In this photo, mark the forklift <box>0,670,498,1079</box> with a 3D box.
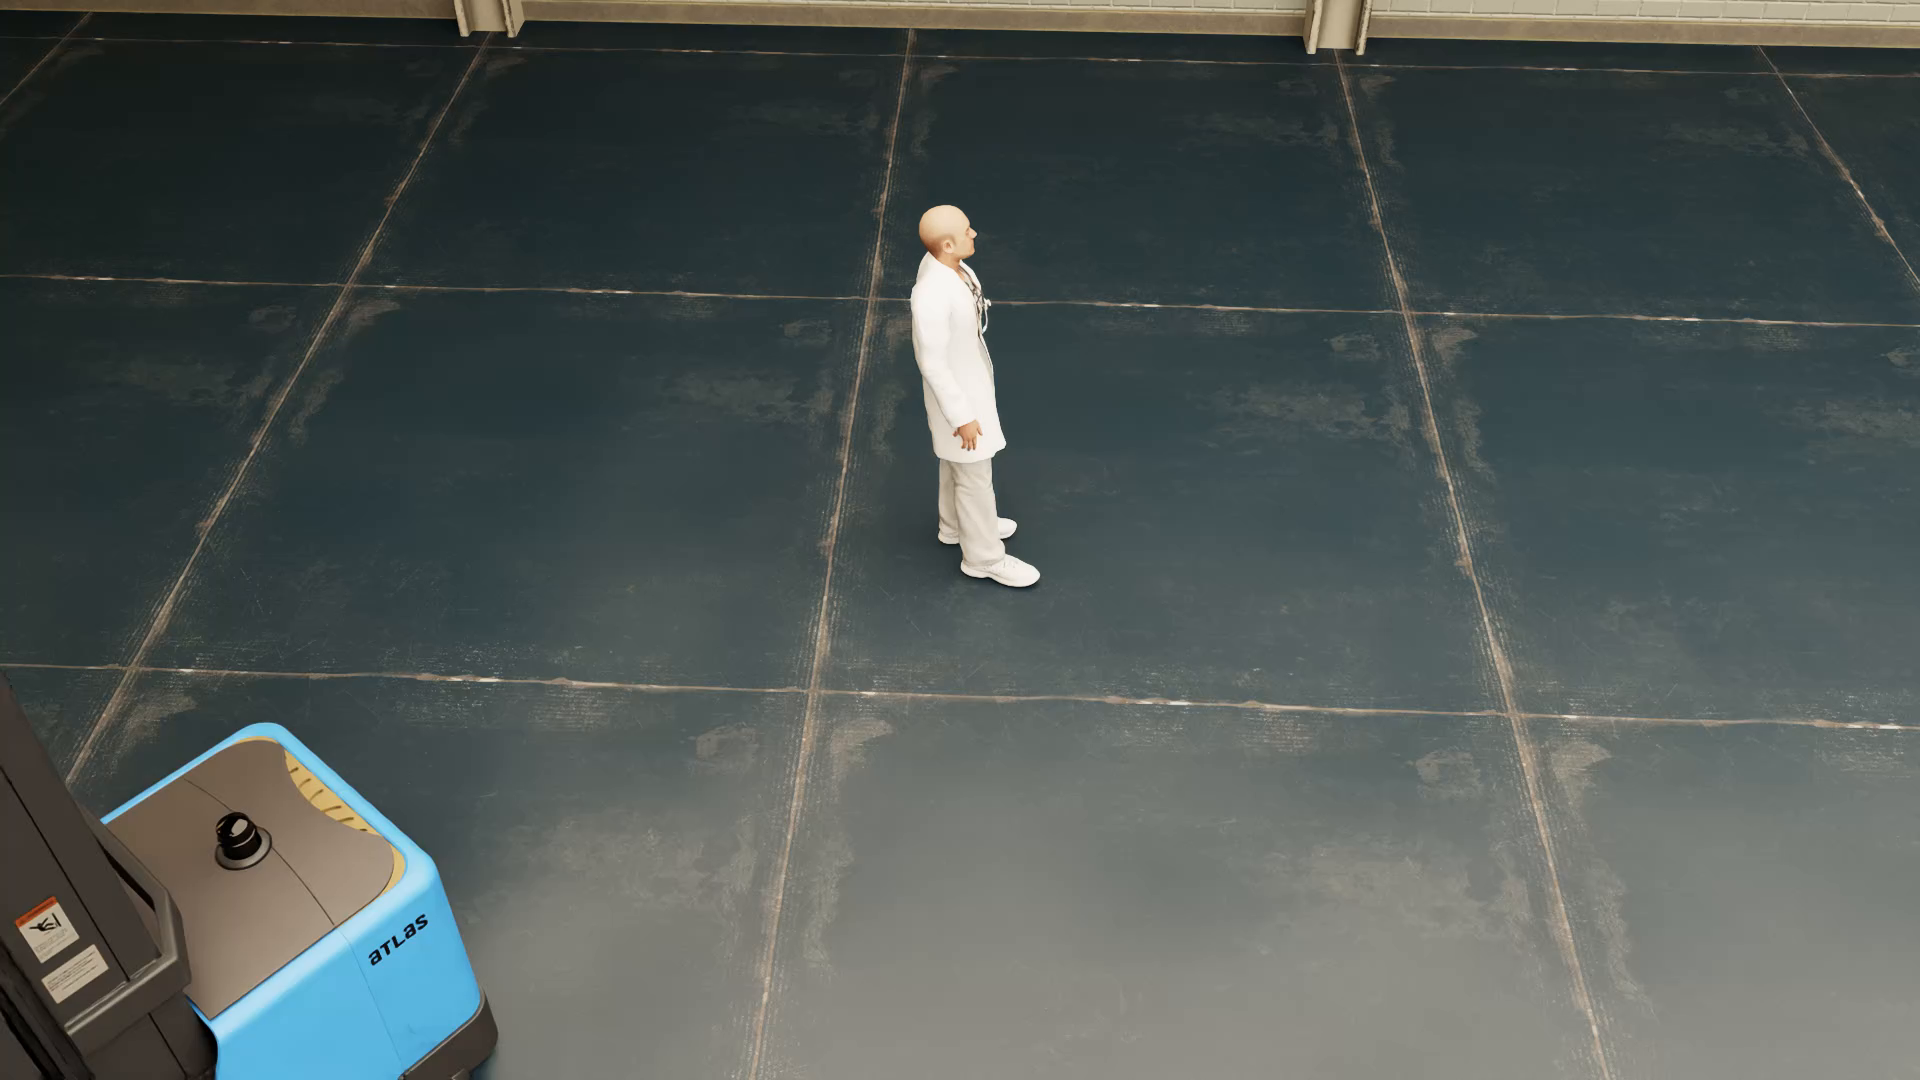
[{"bbox_3d":[-2.979,1.270,4.351,1.130,2.935,3.031,30,50,29],"label":"forklift"}]

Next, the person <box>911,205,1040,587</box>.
[{"bbox_3d":[0.091,-0.656,7.306,0.578,1.777,0.698,2,42,2],"label":"person"}]
